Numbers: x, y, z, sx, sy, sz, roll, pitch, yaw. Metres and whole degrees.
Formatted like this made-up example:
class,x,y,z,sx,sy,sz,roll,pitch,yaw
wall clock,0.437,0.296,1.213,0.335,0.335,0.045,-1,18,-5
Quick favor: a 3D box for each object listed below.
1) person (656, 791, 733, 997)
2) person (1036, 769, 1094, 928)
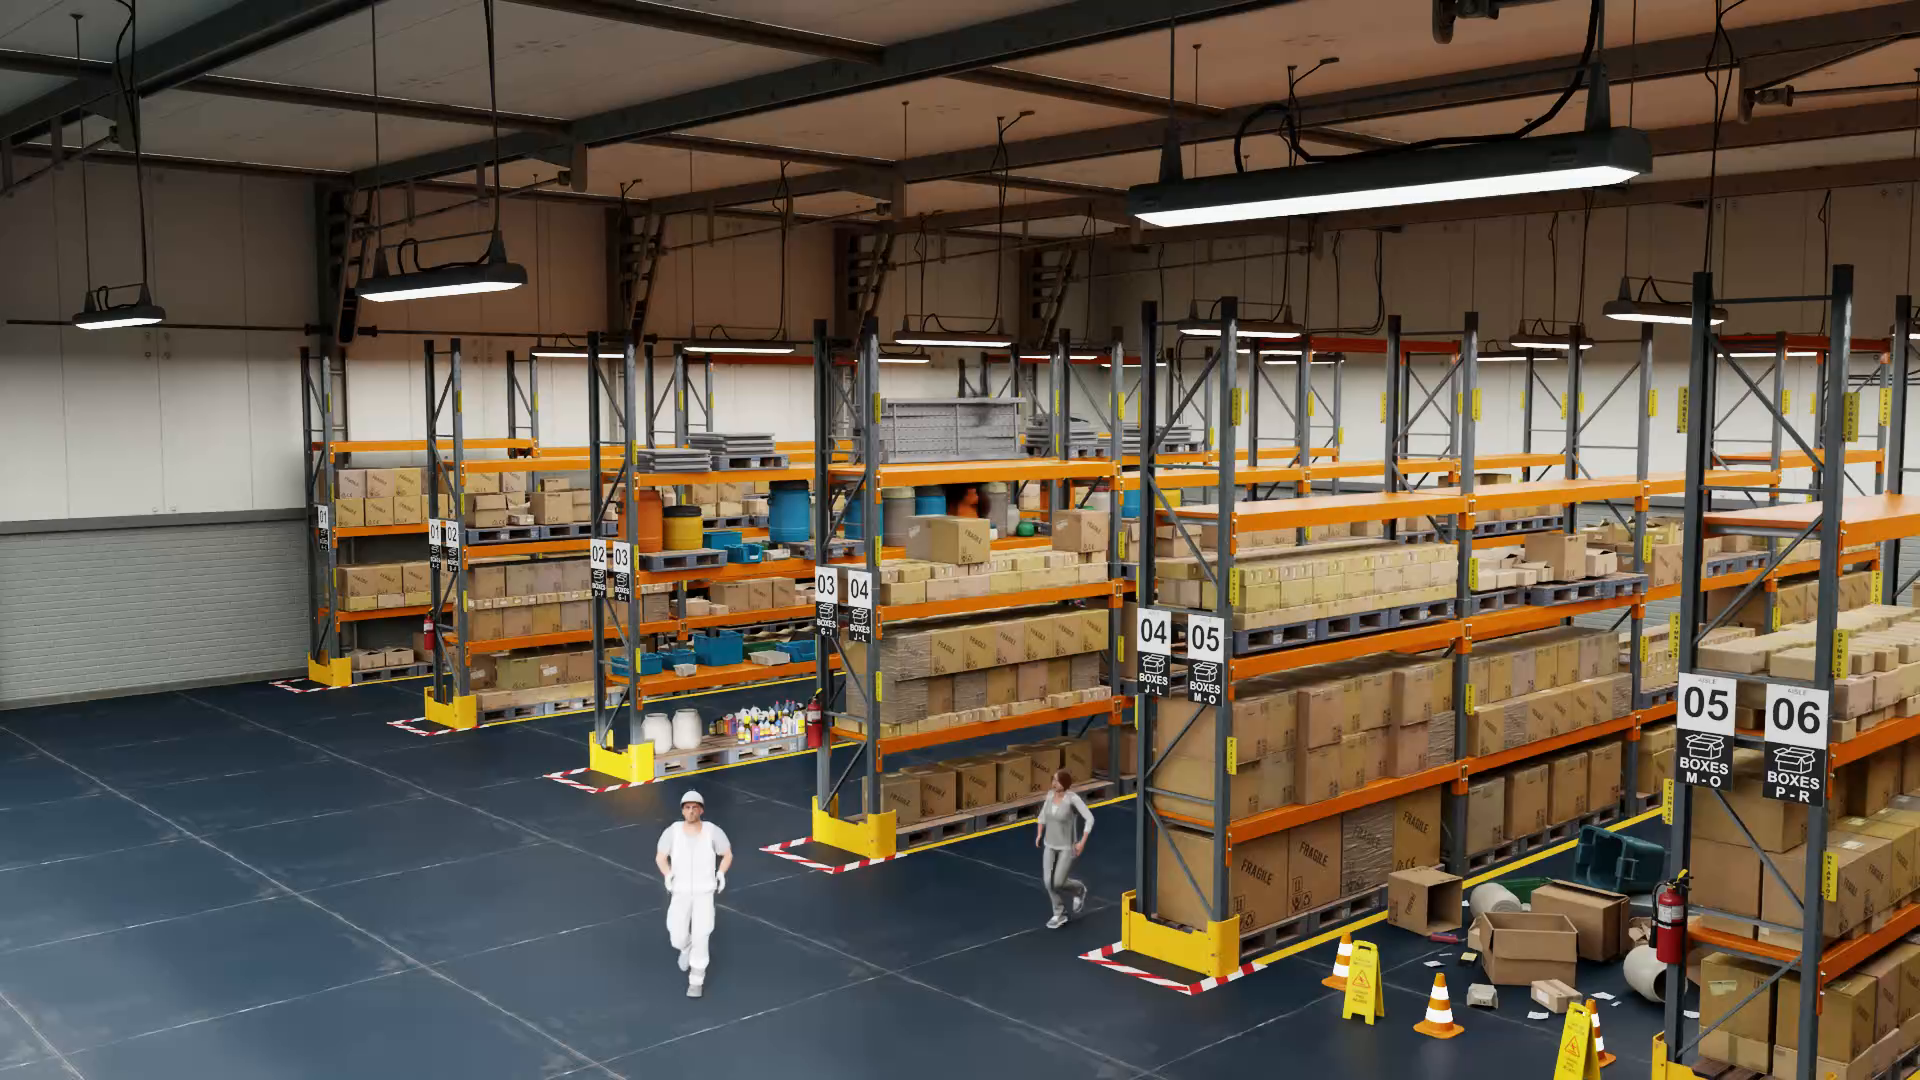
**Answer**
class,x,y,z,sx,sy,sz,roll,pitch,yaw
person,-2.302,3.031,14.415,0.657,1.739,0.667,0,5,-5
person,1.005,2.982,16.132,0.582,1.566,0.559,4,6,36
